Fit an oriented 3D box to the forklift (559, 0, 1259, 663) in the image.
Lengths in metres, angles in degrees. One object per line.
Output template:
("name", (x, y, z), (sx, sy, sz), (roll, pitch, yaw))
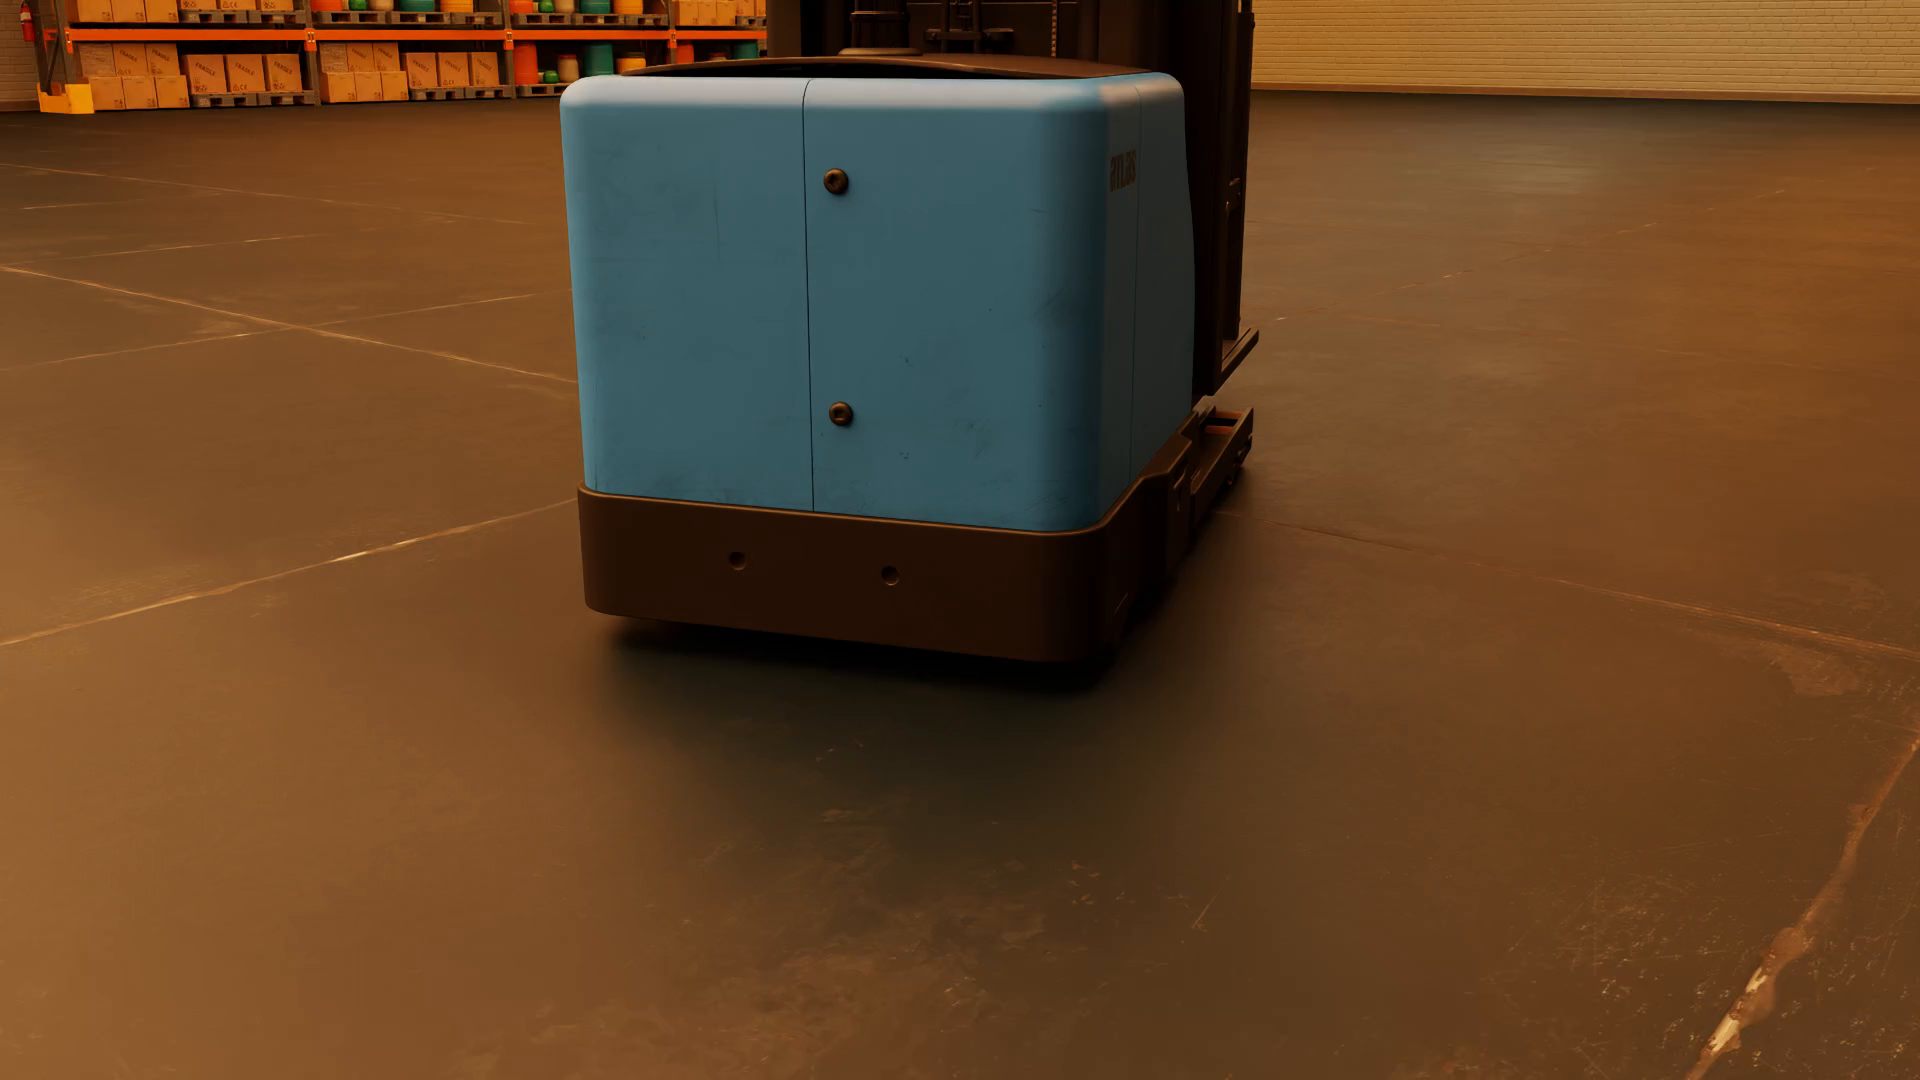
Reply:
("forklift", (0.182, -1.571, 4.072), (1.130, 2.935, 3.031), (5, 18, 17))
